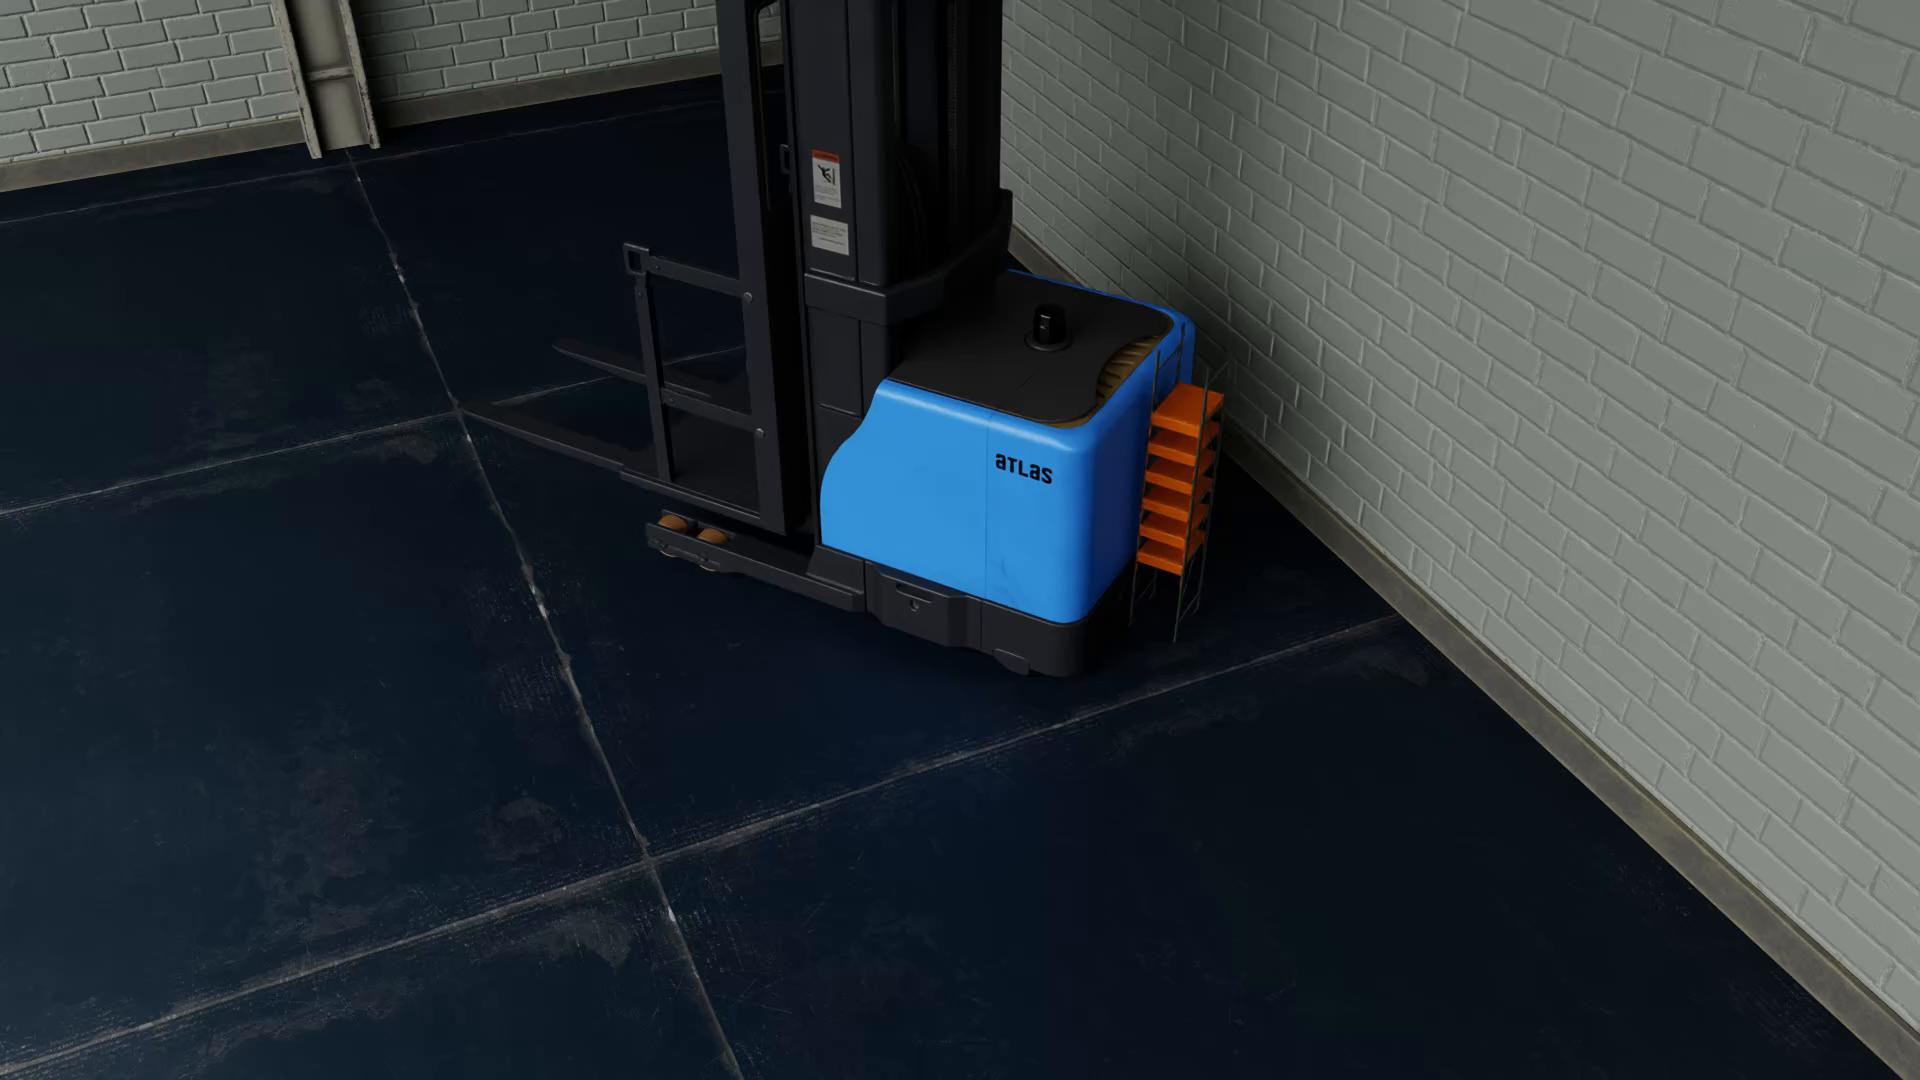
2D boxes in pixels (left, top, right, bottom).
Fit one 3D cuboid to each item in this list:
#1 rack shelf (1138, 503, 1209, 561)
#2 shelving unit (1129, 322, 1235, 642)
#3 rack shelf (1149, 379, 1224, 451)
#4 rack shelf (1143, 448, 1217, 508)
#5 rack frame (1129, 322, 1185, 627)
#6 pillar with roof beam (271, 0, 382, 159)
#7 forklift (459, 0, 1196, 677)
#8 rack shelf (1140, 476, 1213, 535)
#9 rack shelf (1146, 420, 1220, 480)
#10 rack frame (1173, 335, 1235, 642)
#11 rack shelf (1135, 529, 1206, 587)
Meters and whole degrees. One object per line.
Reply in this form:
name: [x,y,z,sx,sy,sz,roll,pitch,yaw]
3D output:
rack shelf: [0.787,-0.054,6.089,0.180,0.103,0.258,19,41,22]
shelving unit: [0.790,-0.185,5.990,0.189,1.200,0.258,19,41,22]
rack shelf: [0.795,-0.437,5.799,0.180,0.103,0.258,19,41,22]
rack shelf: [0.791,-0.246,5.944,0.180,0.103,0.258,19,41,22]
rack frame: [0.710,-0.213,6.024,0.006,1.200,0.240,19,41,22]
pillar with roof beam: [-1.860,-3.665,4.137,0.400,9.000,9.100,-16,39,-20]
forklift: [-0.668,-1.310,6.056,3.031,2.935,1.130,18,40,23]
rack shelf: [0.789,-0.150,6.016,0.180,0.103,0.258,19,41,22]
rack shelf: [0.793,-0.341,5.872,0.180,0.103,0.258,19,41,22]
rack frame: [0.870,-0.158,5.955,0.006,1.200,0.240,19,41,22]
rack shelf: [0.785,0.042,6.161,0.180,0.103,0.258,19,41,22]
